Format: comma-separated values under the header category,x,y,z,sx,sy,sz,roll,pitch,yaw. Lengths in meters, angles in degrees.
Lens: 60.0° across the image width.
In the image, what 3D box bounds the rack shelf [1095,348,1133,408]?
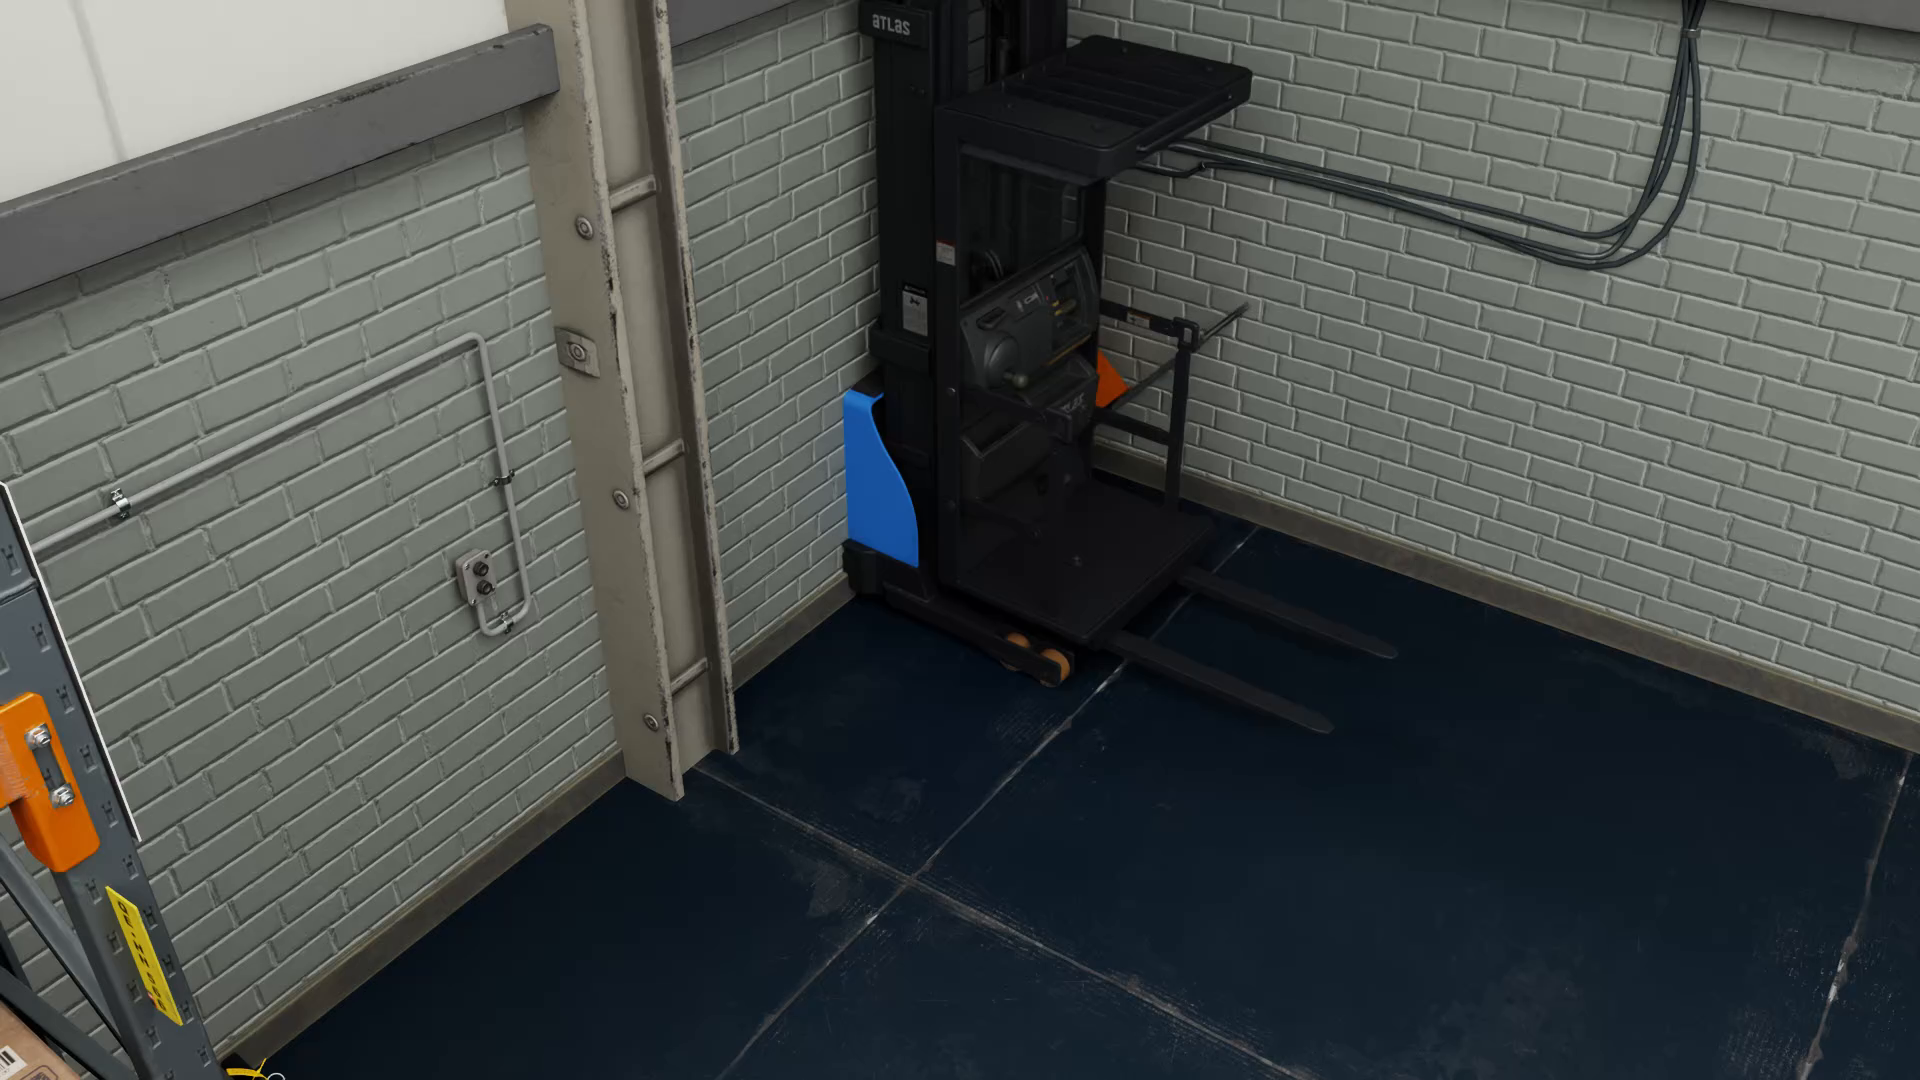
category,x,y,z,sx,sy,sz,roll,pitch,yaw
rack shelf,0.383,-1.006,8.287,1.000,0.185,0.538,52,44,-1

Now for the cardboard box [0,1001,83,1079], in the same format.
category,x,y,z,sx,sy,sz,roll,pitch,yaw
cardboard box,-2.269,1.304,3.377,0.980,0.700,0.700,23,40,30

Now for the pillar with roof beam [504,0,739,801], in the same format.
category,x,y,z,sx,sy,sz,roll,pitch,yaw
pillar with roof beam,2.379,-1.439,2.345,9.100,9.000,0.400,21,39,28

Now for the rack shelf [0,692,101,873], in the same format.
category,x,y,z,sx,sy,sz,roll,pitch,yaw
rack shelf,-3.127,1.166,1.813,1.077,0.370,4.000,21,39,28

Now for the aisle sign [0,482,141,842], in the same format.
category,x,y,z,sx,sy,sz,roll,pitch,yaw
aisle sign,-1.699,0.176,2.992,0.394,0.787,0.004,21,39,28

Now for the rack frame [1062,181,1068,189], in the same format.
category,x,y,z,sx,sy,sz,roll,pitch,yaw
rack frame,0.177,-1.487,8.157,0.032,1.500,0.500,52,44,-1

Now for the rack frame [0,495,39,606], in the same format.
category,x,y,z,sx,sy,sz,roll,pitch,yaw
rack frame,-1.987,-1.295,2.132,1.000,3.000,0.127,21,39,28

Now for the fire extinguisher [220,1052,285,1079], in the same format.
category,x,y,z,sx,sy,sz,roll,pitch,yaw
fire extinguisher,-1.521,1.454,3.823,0.296,0.674,0.183,21,39,28

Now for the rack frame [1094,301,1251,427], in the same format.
category,x,y,z,sx,sy,sz,roll,pitch,yaw
rack frame,0.797,-0.681,8.168,0.032,1.500,0.500,52,44,-1

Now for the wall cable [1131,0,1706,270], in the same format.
category,x,y,z,sx,sy,sz,roll,pitch,yaw
wall cable,1.532,-2.498,6.682,3.097,2.526,0.112,21,39,28

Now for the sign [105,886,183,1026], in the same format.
category,x,y,z,sx,sy,sz,roll,pitch,yaw
sign,-1.549,0.792,3.156,0.100,0.325,0.005,21,39,28

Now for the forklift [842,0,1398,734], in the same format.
category,x,y,z,sx,sy,sz,roll,pitch,yaw
forklift,0.474,-0.907,6.975,3.031,2.935,1.130,23,40,30

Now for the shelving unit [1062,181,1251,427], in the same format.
category,x,y,z,sx,sy,sz,roll,pitch,yaw
shelving unit,0.492,-1.077,8.163,1.083,1.500,0.587,52,44,-1

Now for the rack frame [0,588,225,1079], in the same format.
category,x,y,z,sx,sy,sz,roll,pitch,yaw
rack frame,-1.987,1.190,3.813,1.000,3.000,0.127,21,39,28

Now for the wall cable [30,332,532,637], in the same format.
category,x,y,z,sx,sy,sz,roll,pitch,yaw
wall cable,-2.034,-0.122,4.846,0.084,1.984,1.851,21,39,28
